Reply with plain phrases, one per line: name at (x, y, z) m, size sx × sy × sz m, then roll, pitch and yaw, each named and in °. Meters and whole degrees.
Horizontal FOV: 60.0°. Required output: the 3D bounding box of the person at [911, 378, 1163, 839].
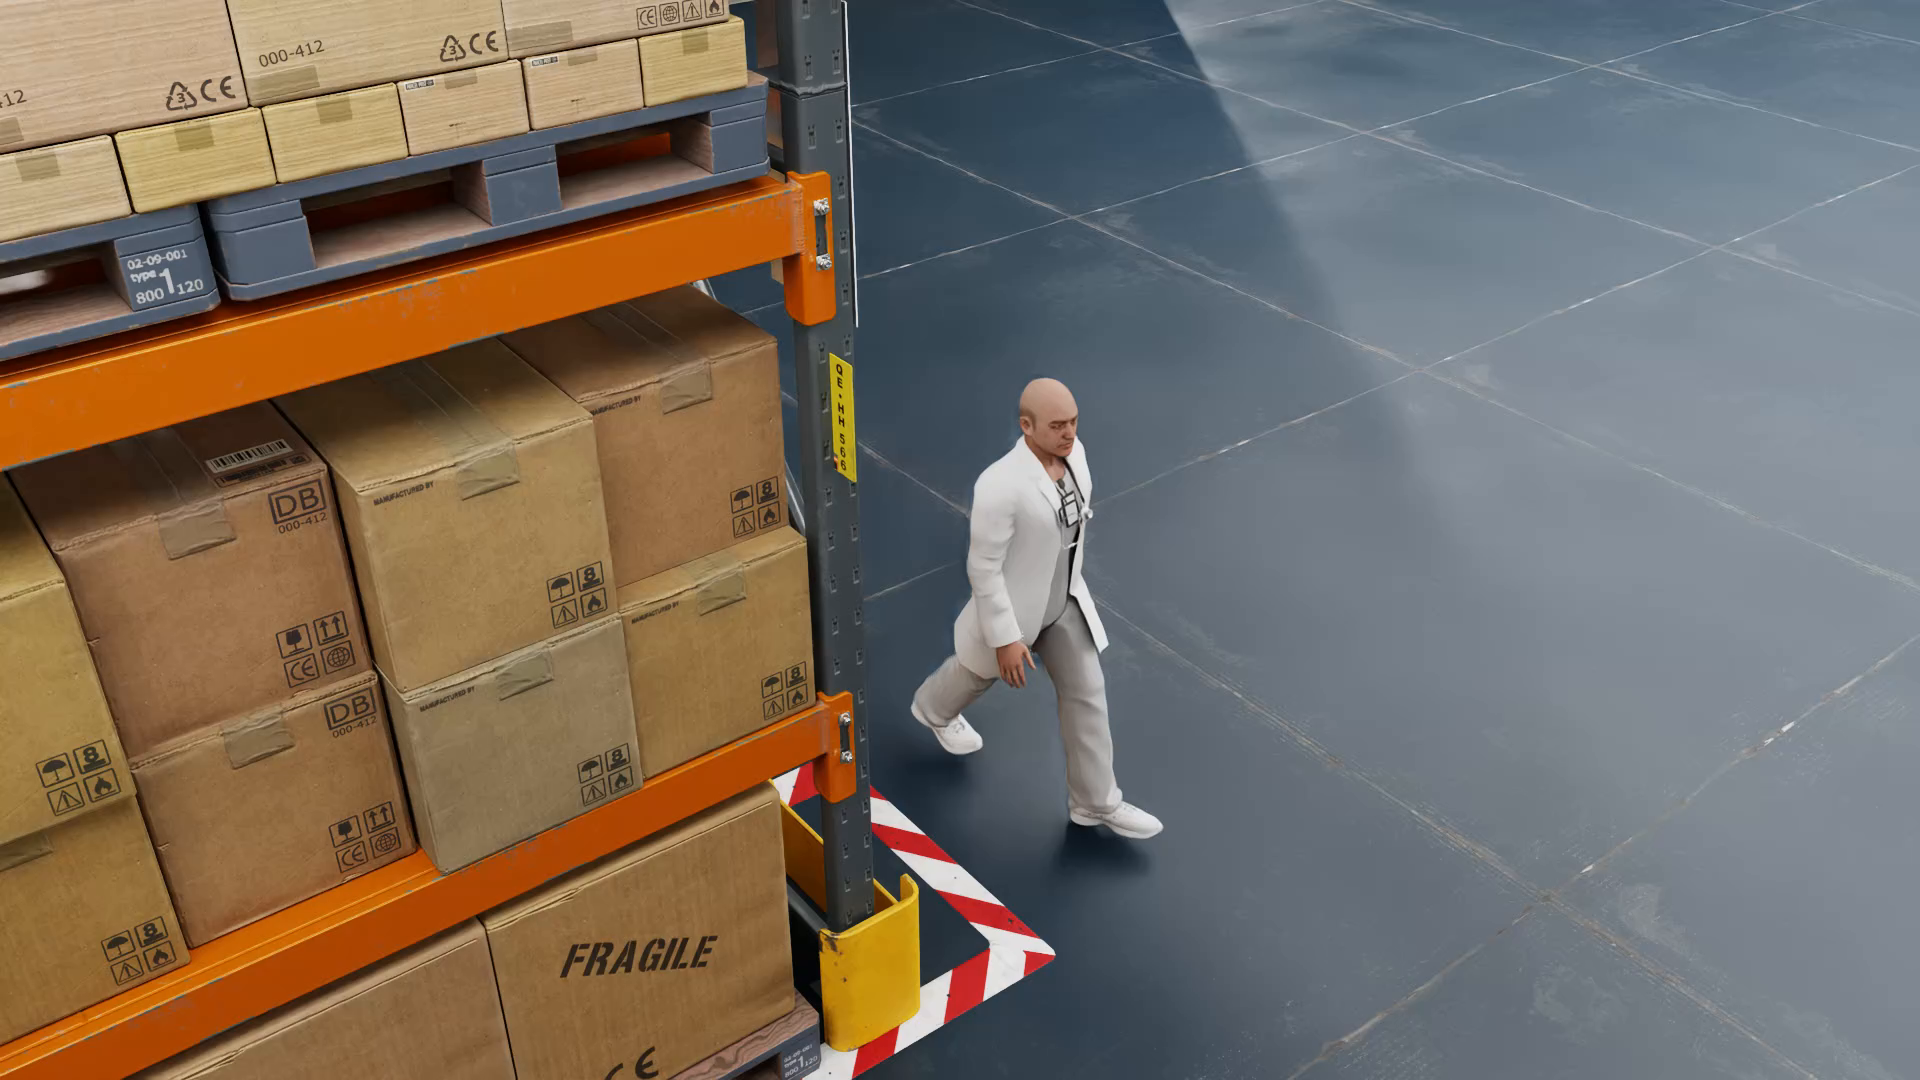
person at (0.227, 0.255, 5.849) m, size 0.597 × 1.628 × 1.151 m, roll -26°, pitch 40°, yaw -35°
